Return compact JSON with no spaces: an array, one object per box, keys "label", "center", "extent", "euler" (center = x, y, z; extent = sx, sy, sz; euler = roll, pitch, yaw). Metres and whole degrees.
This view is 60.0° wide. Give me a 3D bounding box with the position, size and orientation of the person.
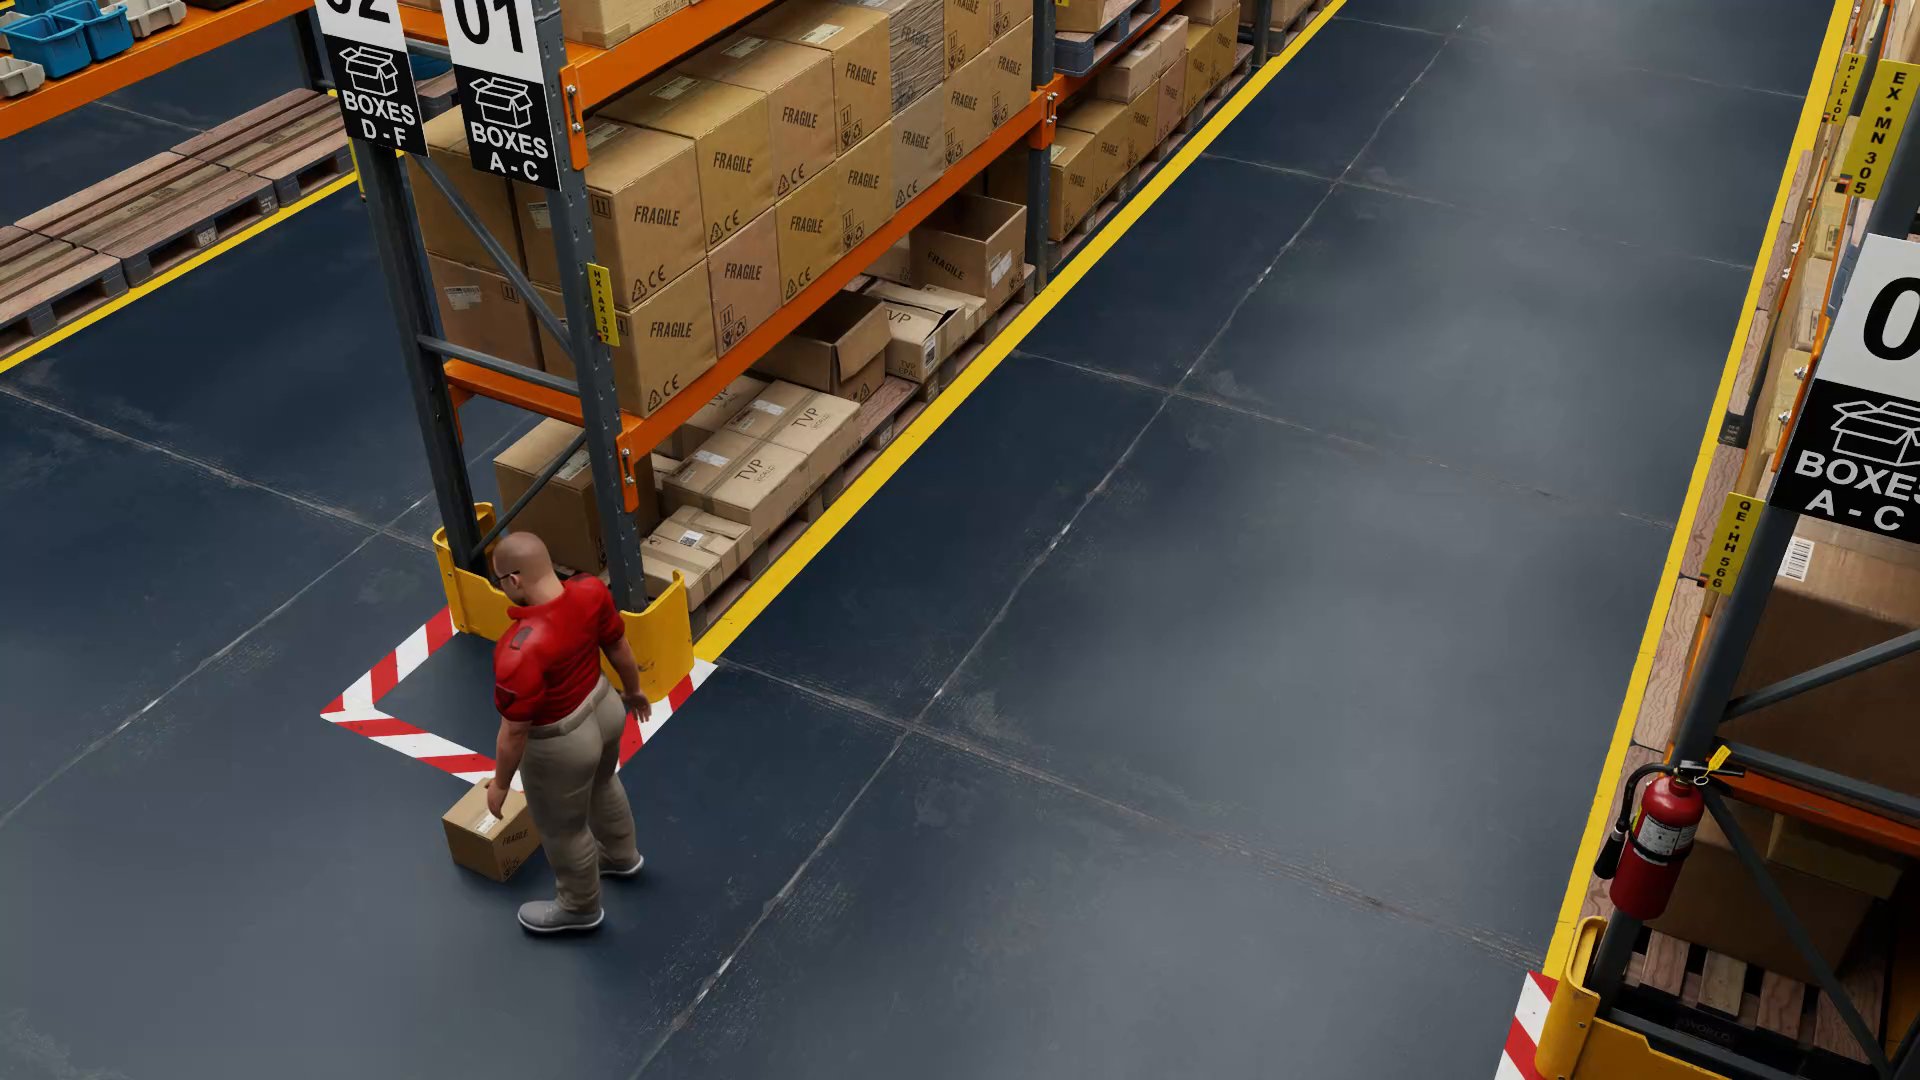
[{"label":"person","center":[-1.419,0.709,5.858],"extent":[0.395,1.773,0.662],"euler":[14,40,17]}]
